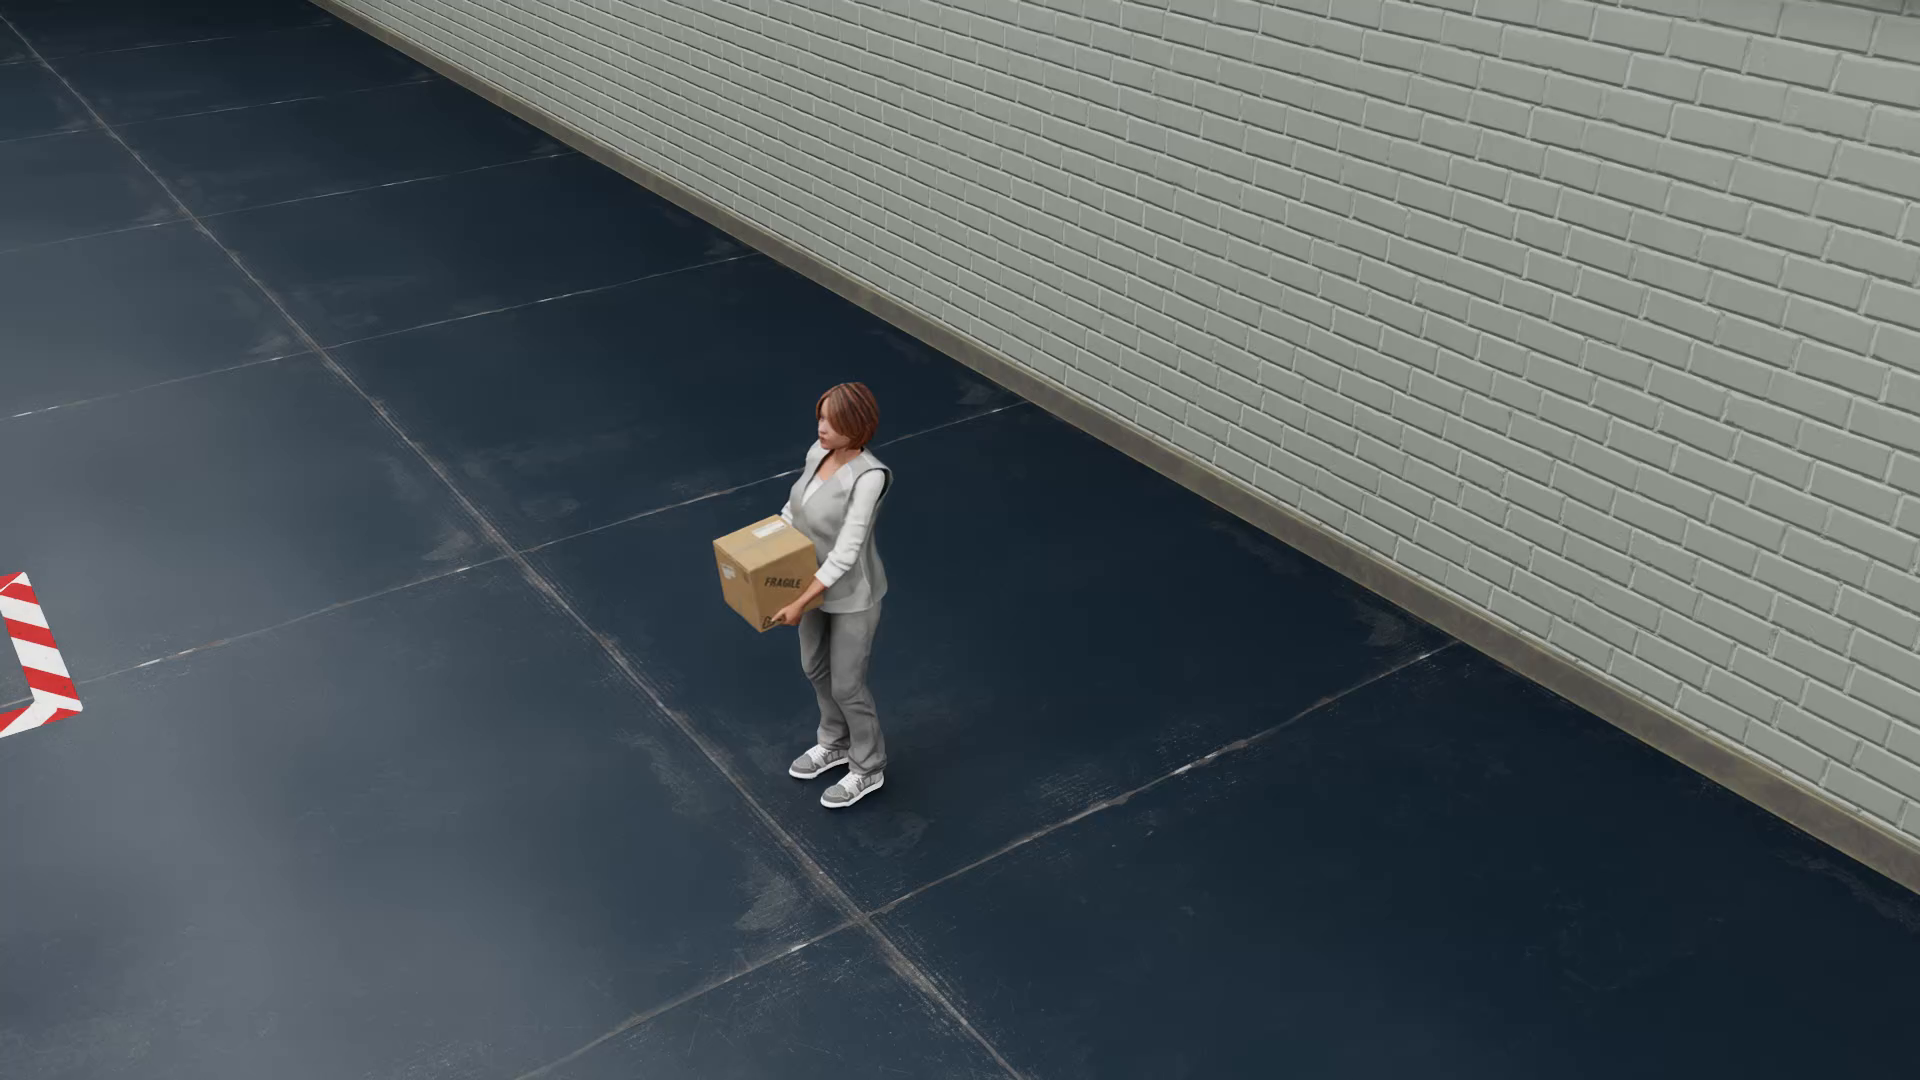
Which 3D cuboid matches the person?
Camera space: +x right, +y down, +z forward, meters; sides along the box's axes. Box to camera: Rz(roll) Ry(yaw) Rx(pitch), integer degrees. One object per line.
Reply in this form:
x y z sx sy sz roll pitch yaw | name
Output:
-0.422 0.203 5.781 0.340 1.582 0.484 -21 35 -33 | person
